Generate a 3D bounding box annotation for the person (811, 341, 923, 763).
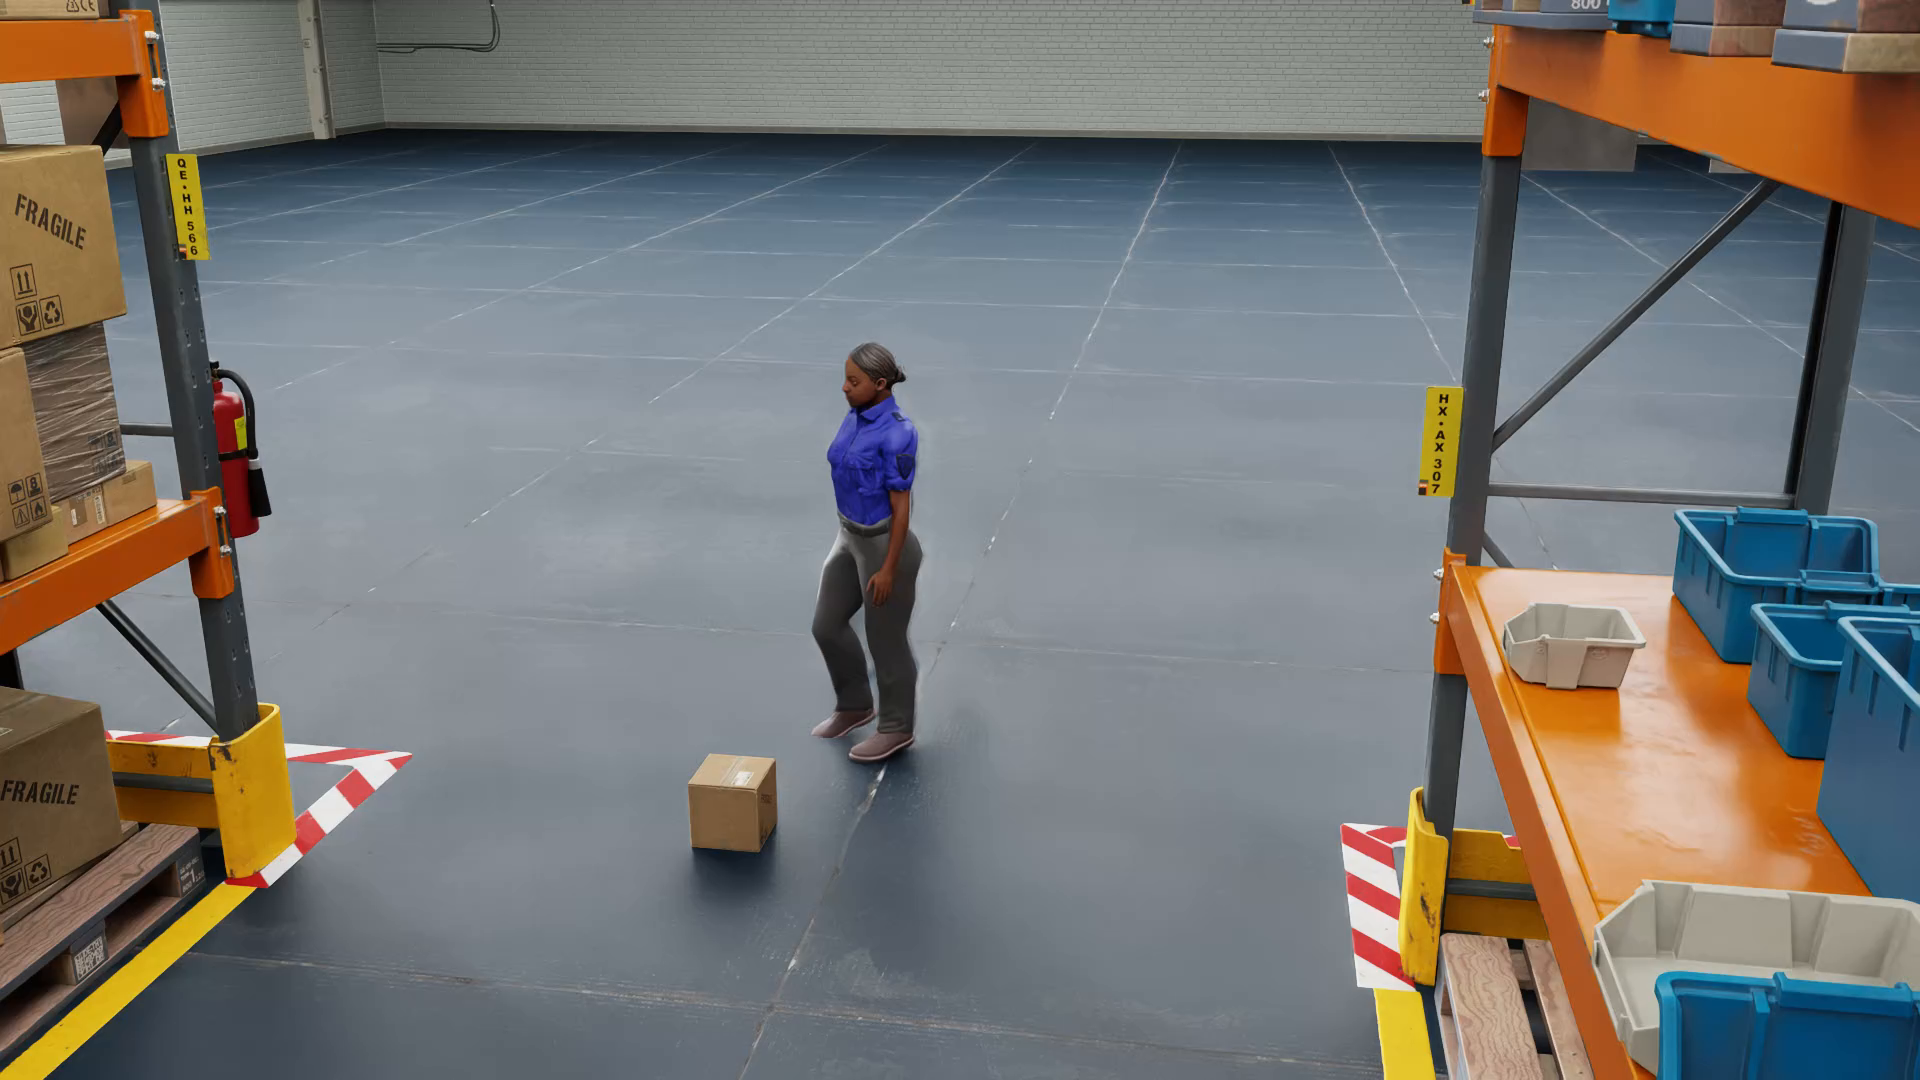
[{"bbox_3d":[-0.369,0.064,6.409,0.344,1.699,0.555,-11,21,-31],"label":"person"}]
